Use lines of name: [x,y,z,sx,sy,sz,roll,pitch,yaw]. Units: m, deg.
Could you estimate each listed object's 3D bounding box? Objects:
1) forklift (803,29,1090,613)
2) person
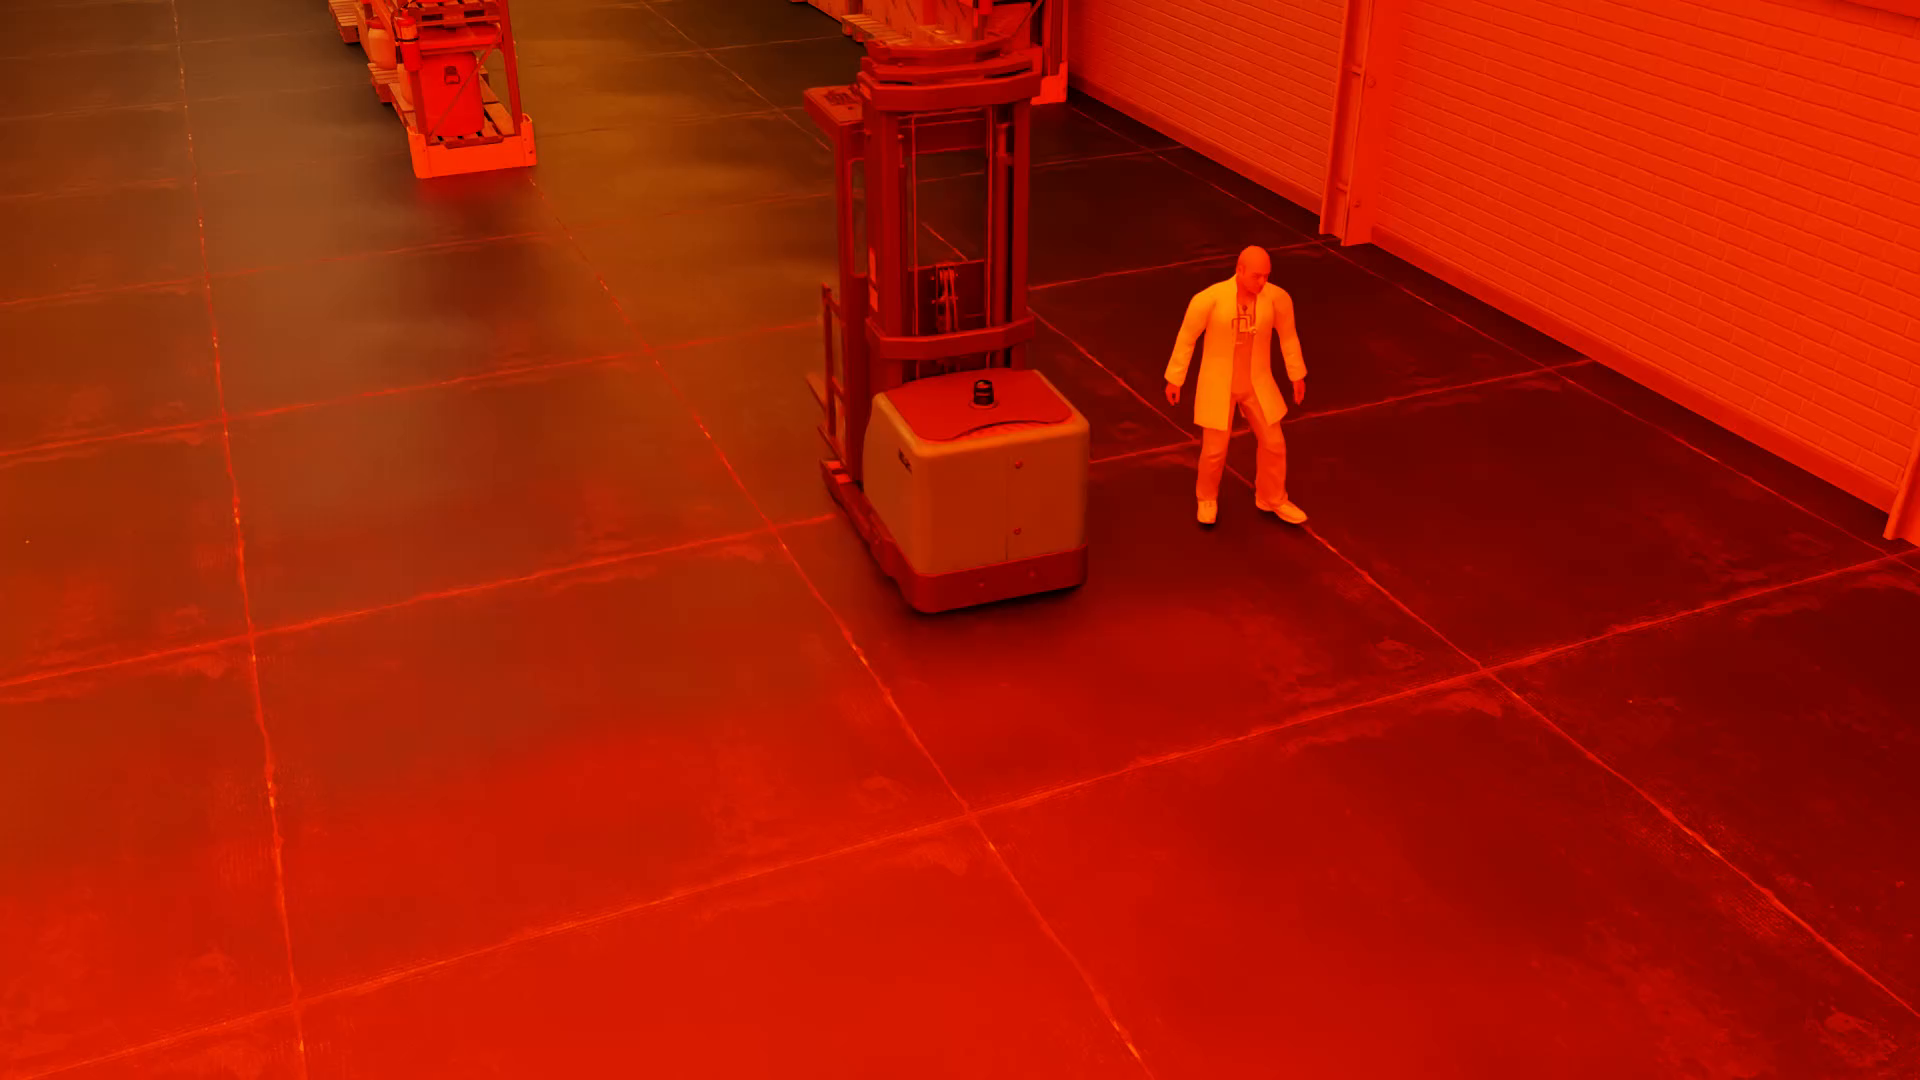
forklift: [-0.252,-1.585,9.892,1.130,2.935,3.031,-10,31,-17]
person: [1.664,-0.923,9.858,0.885,1.746,0.425,-3,30,-6]
